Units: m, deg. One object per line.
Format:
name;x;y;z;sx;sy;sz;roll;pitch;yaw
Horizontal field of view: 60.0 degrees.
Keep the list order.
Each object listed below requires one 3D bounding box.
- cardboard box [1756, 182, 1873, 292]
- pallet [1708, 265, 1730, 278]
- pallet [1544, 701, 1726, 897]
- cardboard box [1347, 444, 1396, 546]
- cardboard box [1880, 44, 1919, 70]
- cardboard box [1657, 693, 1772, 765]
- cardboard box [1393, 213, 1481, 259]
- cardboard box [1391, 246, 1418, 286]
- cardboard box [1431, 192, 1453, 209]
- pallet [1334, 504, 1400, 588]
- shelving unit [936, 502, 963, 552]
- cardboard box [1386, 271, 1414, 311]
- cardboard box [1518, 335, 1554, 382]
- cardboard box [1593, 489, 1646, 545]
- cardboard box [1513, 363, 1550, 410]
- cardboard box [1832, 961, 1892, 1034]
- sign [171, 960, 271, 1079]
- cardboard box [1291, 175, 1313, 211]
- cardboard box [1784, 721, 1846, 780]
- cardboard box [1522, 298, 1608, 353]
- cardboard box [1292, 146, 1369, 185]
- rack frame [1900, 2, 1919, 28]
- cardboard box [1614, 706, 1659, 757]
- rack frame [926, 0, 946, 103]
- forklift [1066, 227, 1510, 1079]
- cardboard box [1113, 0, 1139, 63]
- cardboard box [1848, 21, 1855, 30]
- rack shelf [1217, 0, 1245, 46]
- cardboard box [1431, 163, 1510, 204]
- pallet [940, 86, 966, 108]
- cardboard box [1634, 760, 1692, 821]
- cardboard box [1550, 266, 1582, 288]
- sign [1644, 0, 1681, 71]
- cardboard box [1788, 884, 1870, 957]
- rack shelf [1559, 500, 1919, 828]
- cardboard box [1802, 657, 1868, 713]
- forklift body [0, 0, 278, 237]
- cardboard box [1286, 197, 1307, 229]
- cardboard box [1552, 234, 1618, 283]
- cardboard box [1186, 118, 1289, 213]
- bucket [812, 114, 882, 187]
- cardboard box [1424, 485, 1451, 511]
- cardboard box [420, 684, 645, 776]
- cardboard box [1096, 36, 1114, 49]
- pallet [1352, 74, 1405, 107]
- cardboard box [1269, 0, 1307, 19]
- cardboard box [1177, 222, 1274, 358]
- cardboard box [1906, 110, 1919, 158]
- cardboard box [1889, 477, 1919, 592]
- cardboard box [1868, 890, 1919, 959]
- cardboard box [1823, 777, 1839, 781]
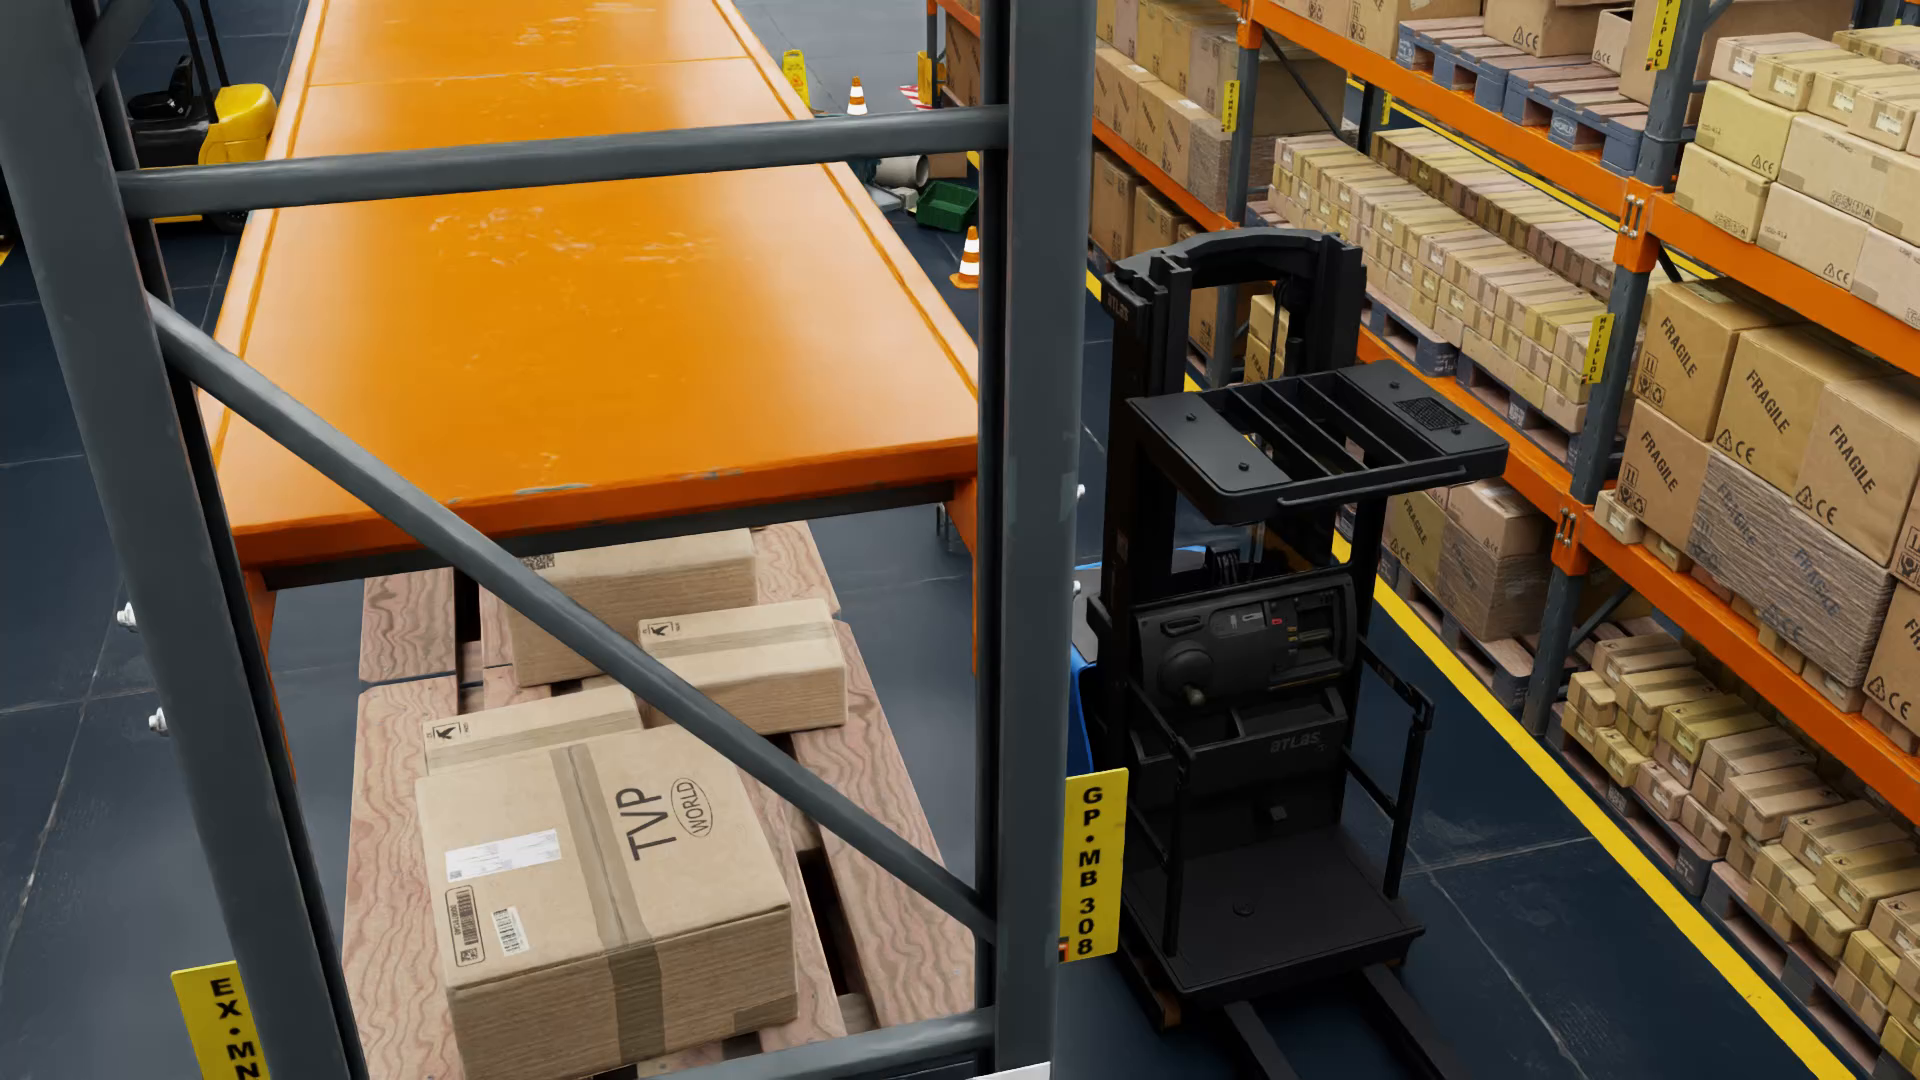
cardboard box;3.332;-1.142;6.116;0.500;0.250;0.500;-8;31;-14
pallet;6.863;-2.122;13.436;1.003;0.211;1.213;-8;31;-13
pallet;3.534;1.118;7.839;1.003;0.211;1.213;-8;31;-13
cardboard box;2.614;-0.329;9.631;0.500;0.500;0.500;-9;31;-14
cardboard box;3.748;-1.790;6.337;0.380;0.149;0.250;-7;31;-12
cardboard box;3.344;0.836;7.374;0.380;0.149;0.250;-8;31;-14
cardboard box;2.609;-1.666;9.104;0.380;0.149;0.250;-8;31;-14
cardboard box;2.613;-1.531;9.166;0.380;0.149;0.250;-7;31;-11
cardboard box;3.041;-1.988;9.956;0.380;0.149;0.250;-8;31;-13
pallet;2.786;-0.168;10.060;1.003;0.211;1.213;-8;31;-13
shelving unit;0.002;-0.386;9.749;0.258;0.900;0.210;-8;31;-13
cardboard box;2.605;-1.405;9.245;0.380;0.149;0.250;-9;31;-15
cardboard box;2.954;-0.903;8.082;0.380;0.149;0.250;-8;31;-13
cardboard box;3.081;-0.120;7.444;0.380;0.149;0.250;-7;31;-11
cardboard box;2.955;-0.773;8.153;0.380;0.149;0.250;-8;31;-13
cardboard box;3.630;1.732;6.421;0.380;0.149;0.250;-7;31;-12
sign;-0.889;0.649;2.067;0.100;0.325;0.005;-8;31;-13
cardboard box;2.268;-2.151;10.238;0.380;0.149;0.250;-6;31;-11
cardboard box;3.839;0.896;7.271;0.380;0.149;0.250;-7;31;-12
cardboard box;2.954;-1.037;8.016;0.380;0.149;0.250;-9;31;-15
cardboard box;2.269;-2.293;10.185;0.380;0.149;0.250;-9;31;-15
rack frame;7.069;-2.951;12.085;1.000;3.000;0.127;-8;31;-13
cardboard box;3.263;0.843;7.661;0.380;0.149;0.250;-8;31;-13
rack frame;0.136;-6.204;17.706;1.000;3.000;0.127;-8;31;-13
forklift;1.193;0.445;6.286;1.130;2.935;3.031;-10;32;-17
cardboard box;1.608;-4.017;12.829;0.700;0.500;0.500;-8;31;-13
cardboard box;6.642;-3.688;12.839;0.700;0.500;0.500;-3;30;-6
rack shelf;1.729;-4.293;12.128;1.077;0.370;4.000;-8;31;-13
cardboard box;3.040;-2.119;9.885;0.380;0.149;0.250;-7;31;-12
pallet;0.424;-4.622;17.755;1.003;0.211;1.213;-8;31;-13
cardboard box;3.295;1.104;7.506;0.380;0.149;0.250;-8;31;-14
cardboard box;3.377;-1.367;8.883;0.380;0.149;0.250;-7;31;-11
sign;2.787;-2.026;6.583;0.100;0.325;0.005;-8;31;-13
cardboard box;3.528;1.475;6.568;0.380;0.149;0.250;-8;31;-13
rack shelf;3.852;0.869;6.204;1.077;0.370;4.000;-8;31;-13
cardboard box;3.477;0.510;6.356;0.380;0.149;0.250;-7;31;-11
forklift body;-7.132;-3.795;14.391;2.313;2.155;1.214;-8;31;-13
cardboard box;2.255;-2.041;10.345;0.380;0.149;0.250;-6;31;-11
cardboard box;3.382;-1.493;8.804;0.380;0.149;0.250;-8;31;-14
cardboard box;1.881;-2.566;11.320;0.500;0.500;0.500;-8;31;-13
bucket;-1.061;-3.273;14.391;0.726;0.611;0.620;2;40;4
cardboard box;2.756;-0.409;9.021;0.500;0.250;0.500;-6;31;-11
cardboard box;-0.757;0.419;3.001;0.380;0.149;0.250;-10;32;-17
cardboard box;1.213;-3.782;13.421;0.500;0.500;0.500;-8;31;-13
pallet;5.147;-5.174;18.710;1.003;0.211;1.213;-8;31;-13
cardboard box;2.155;-3.371;9.716;0.500;0.500;0.500;-8;31;-13
cardboard box;2.185;-1.855;12.018;1.050;0.750;0.750;-8;31;-14
cardboard box;3.440;-1.355;5.586;0.380;0.149;0.250;-9;31;-15
cardboard box;3.597;-0.019;5.625;0.500;0.500;0.500;-9;31;-15
cardboard box;3.700;1.461;6.296;0.380;0.149;0.250;-9;31;-15
cardboard box;3.855;1.015;7.363;0.380;0.149;0.250;-8;31;-13
